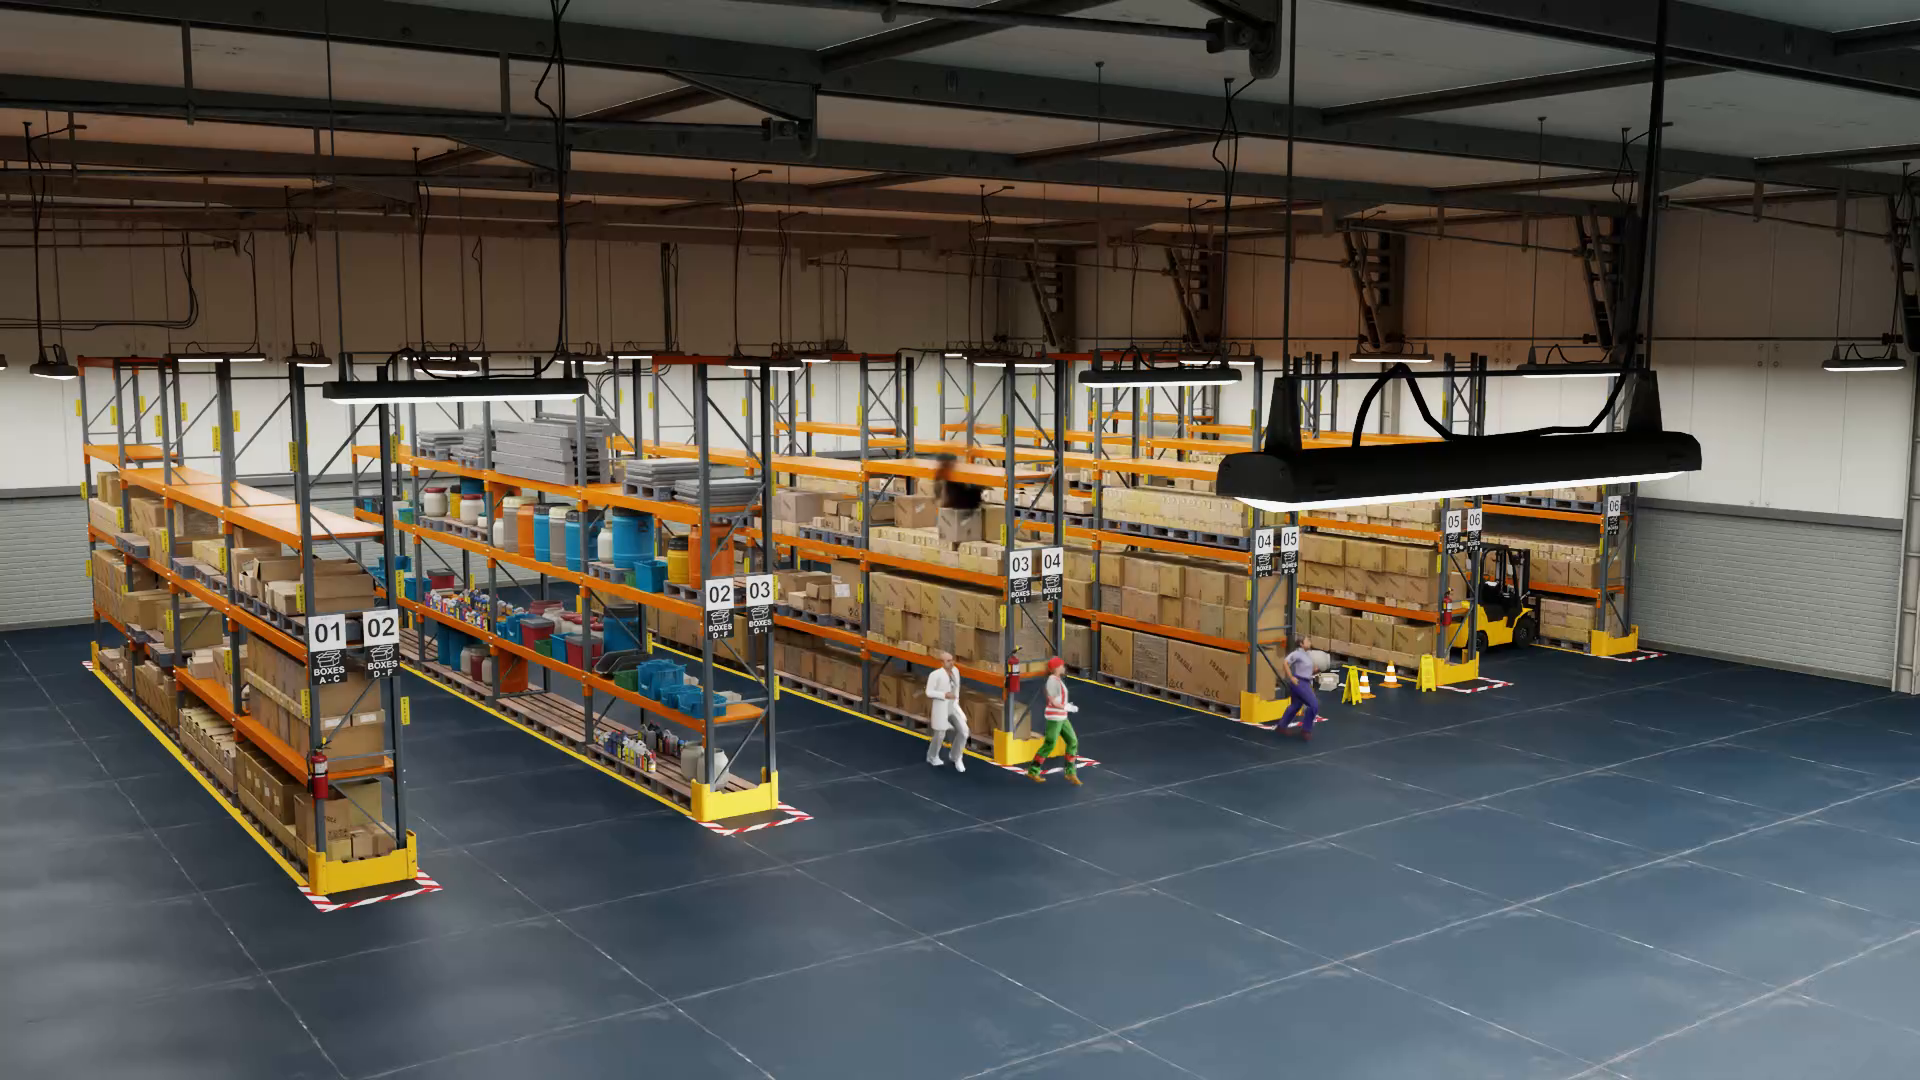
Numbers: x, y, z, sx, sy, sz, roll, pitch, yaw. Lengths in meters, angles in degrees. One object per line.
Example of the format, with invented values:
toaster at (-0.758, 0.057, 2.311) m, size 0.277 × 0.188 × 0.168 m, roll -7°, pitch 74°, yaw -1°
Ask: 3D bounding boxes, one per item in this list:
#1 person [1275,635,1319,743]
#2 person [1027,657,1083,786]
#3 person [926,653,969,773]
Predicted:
person at (5.367, 2.343, 26.352) m, size 0.674 × 1.693 × 0.595 m, roll 2°, pitch 7°, yaw 17°
person at (1.391, 2.571, 23.703) m, size 0.794 × 1.807 × 0.724 m, roll 2°, pitch 7°, yaw 14°
person at (-0.209, 2.519, 24.346) m, size 0.730 × 1.789 × 0.860 m, roll -5°, pitch 8°, yaw -34°
